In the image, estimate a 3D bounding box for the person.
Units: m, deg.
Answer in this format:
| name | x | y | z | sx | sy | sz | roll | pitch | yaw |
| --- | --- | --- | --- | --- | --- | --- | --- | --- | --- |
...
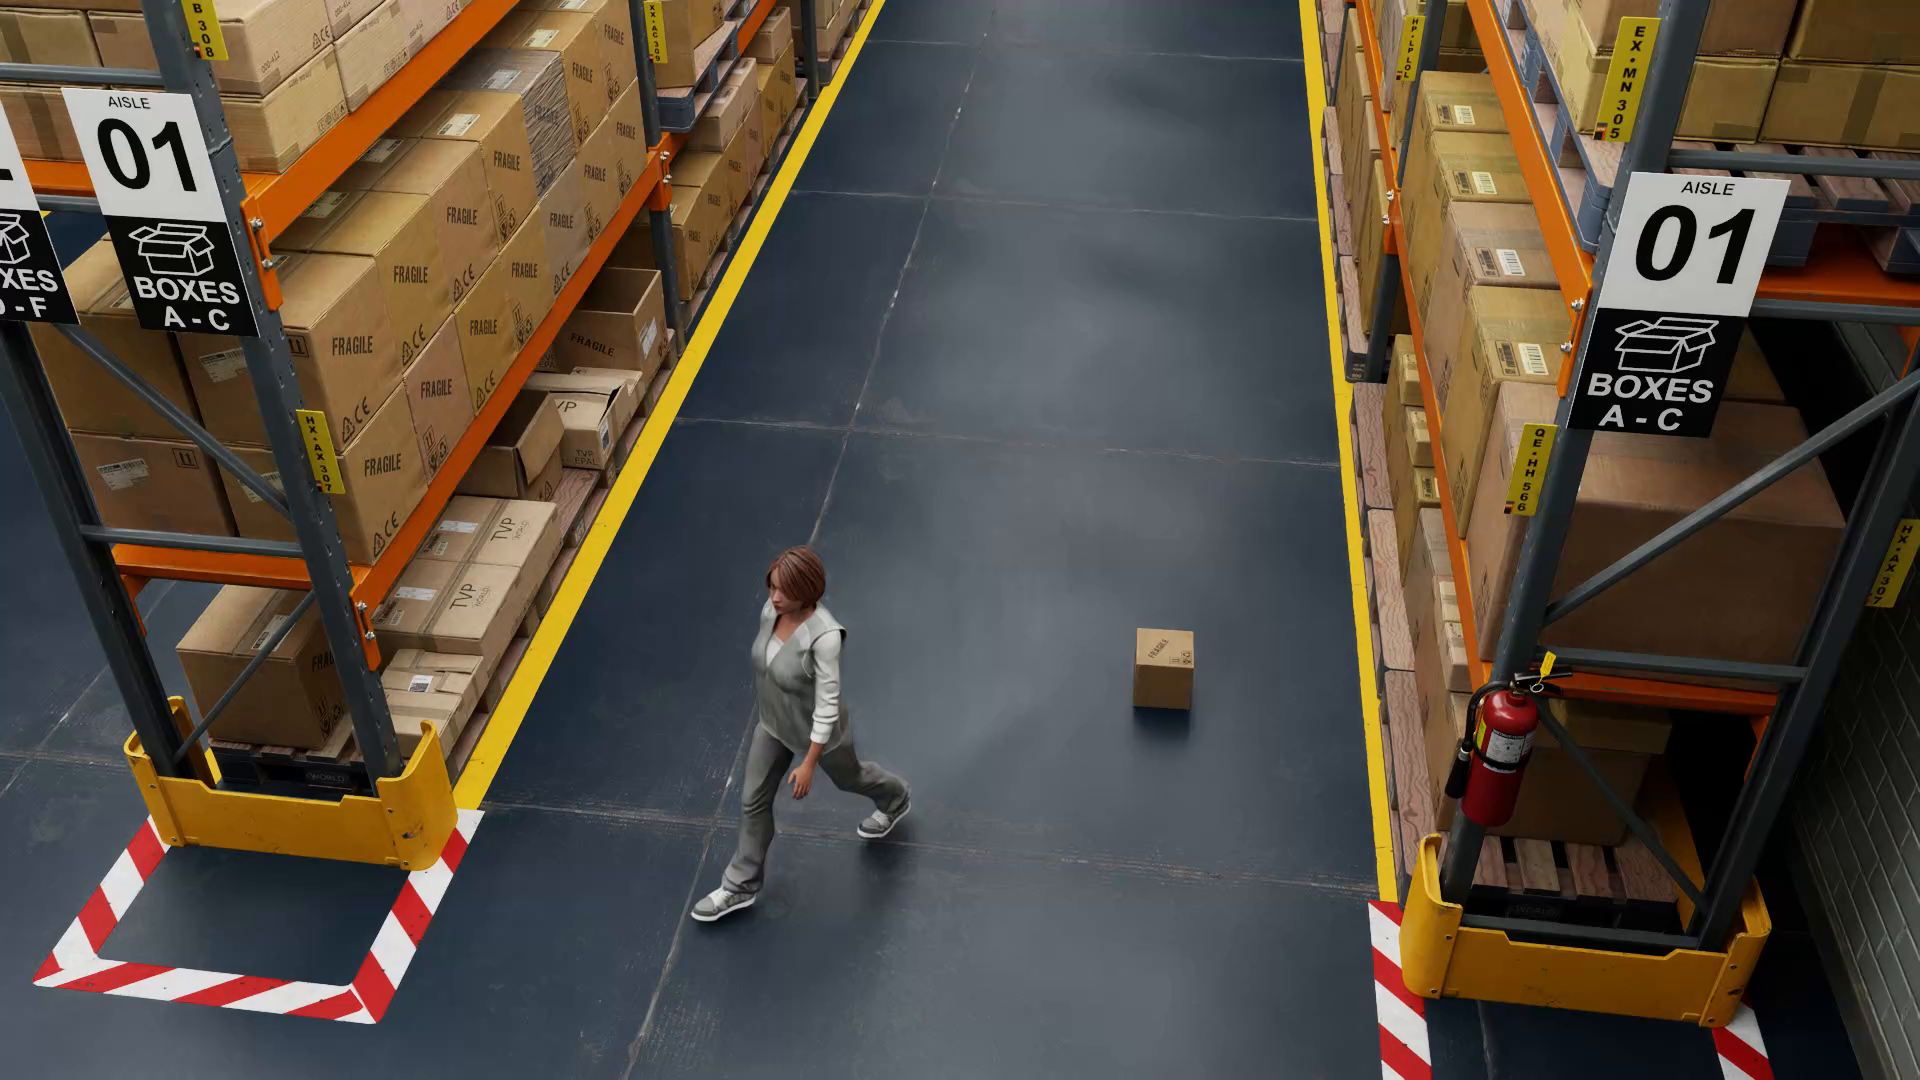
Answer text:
| name | x | y | z | sx | sy | sz | roll | pitch | yaw |
| --- | --- | --- | --- | --- | --- | --- | --- | --- | --- |
| person | -0.590 | 0.687 | 6.114 | 0.446 | 1.532 | 0.993 | 28 | 45 | 32 |
